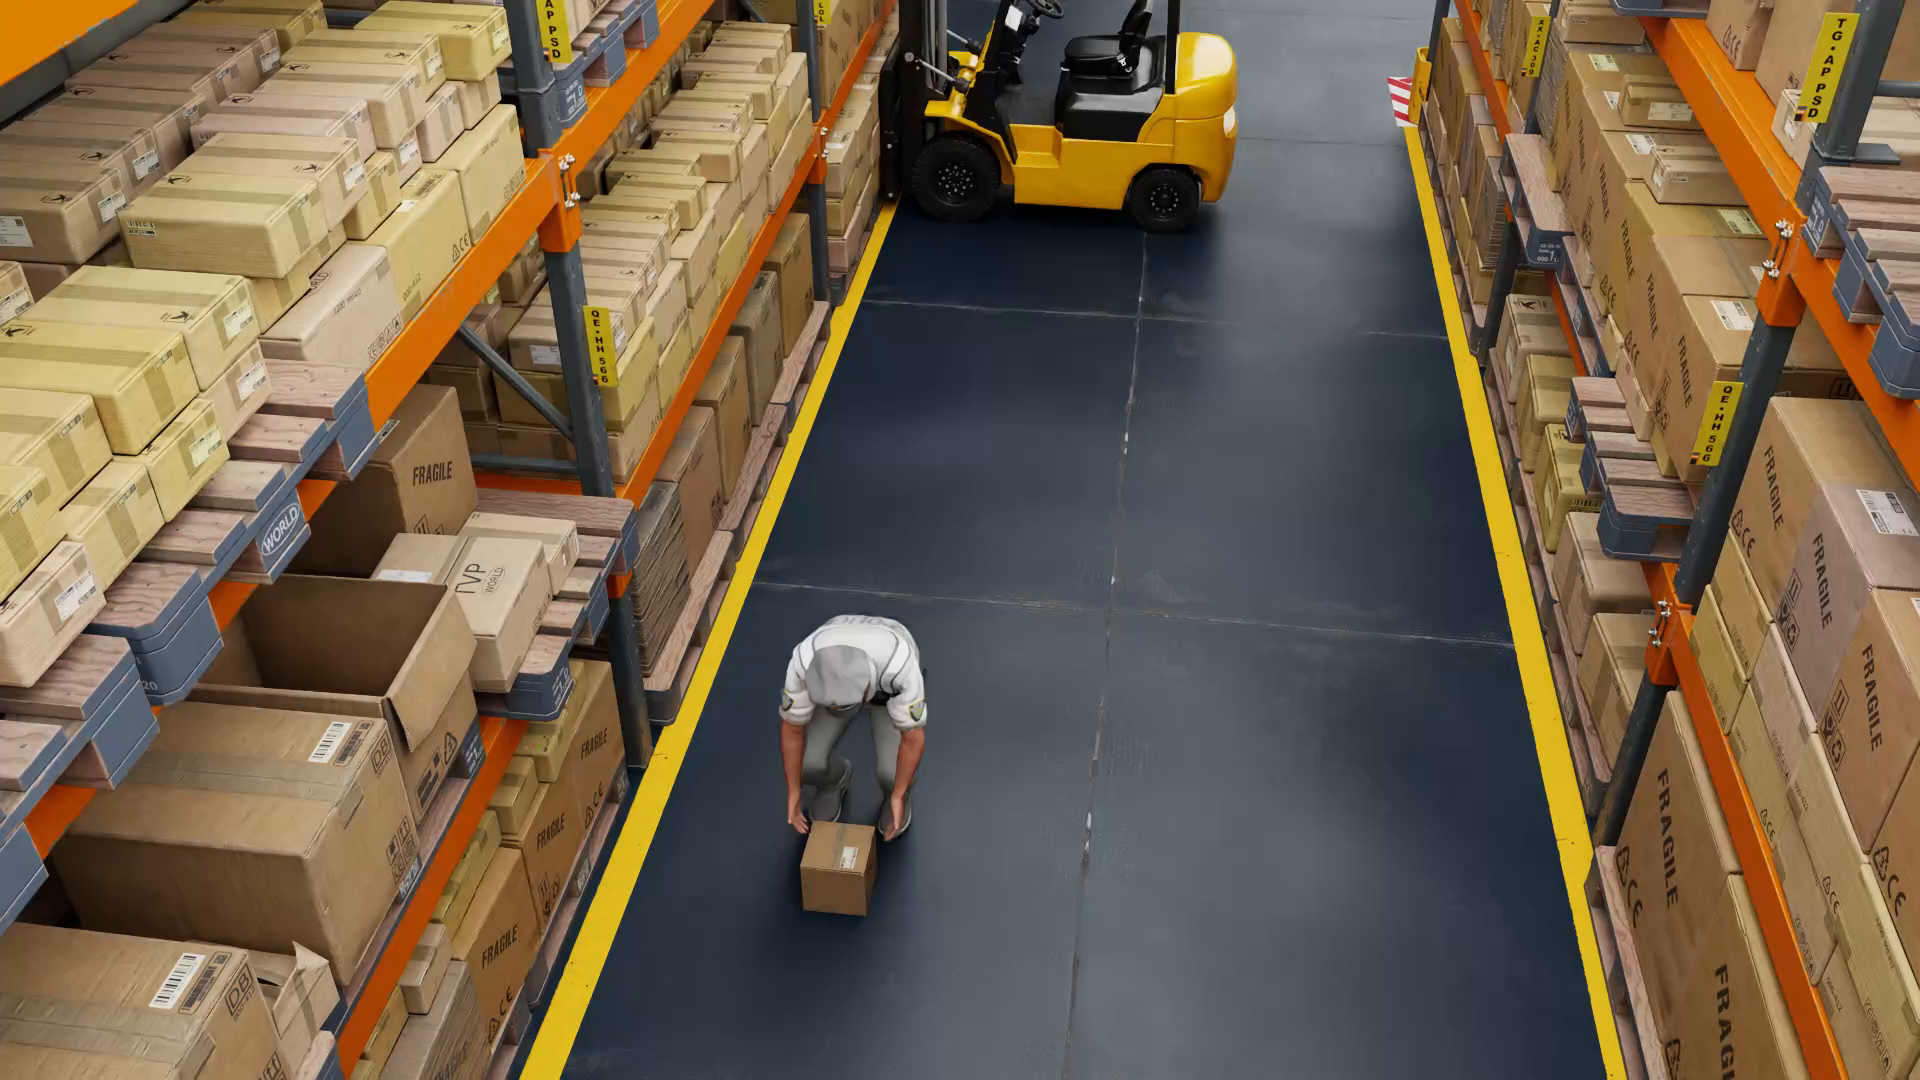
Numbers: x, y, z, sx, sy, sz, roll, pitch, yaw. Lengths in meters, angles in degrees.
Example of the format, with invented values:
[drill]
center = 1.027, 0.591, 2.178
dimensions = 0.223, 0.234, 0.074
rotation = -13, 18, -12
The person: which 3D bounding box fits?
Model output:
[person]
center = -0.443, 0.760, 6.479
dimensions = 0.430, 1.177, 0.720
rotation = 7, 36, 9
